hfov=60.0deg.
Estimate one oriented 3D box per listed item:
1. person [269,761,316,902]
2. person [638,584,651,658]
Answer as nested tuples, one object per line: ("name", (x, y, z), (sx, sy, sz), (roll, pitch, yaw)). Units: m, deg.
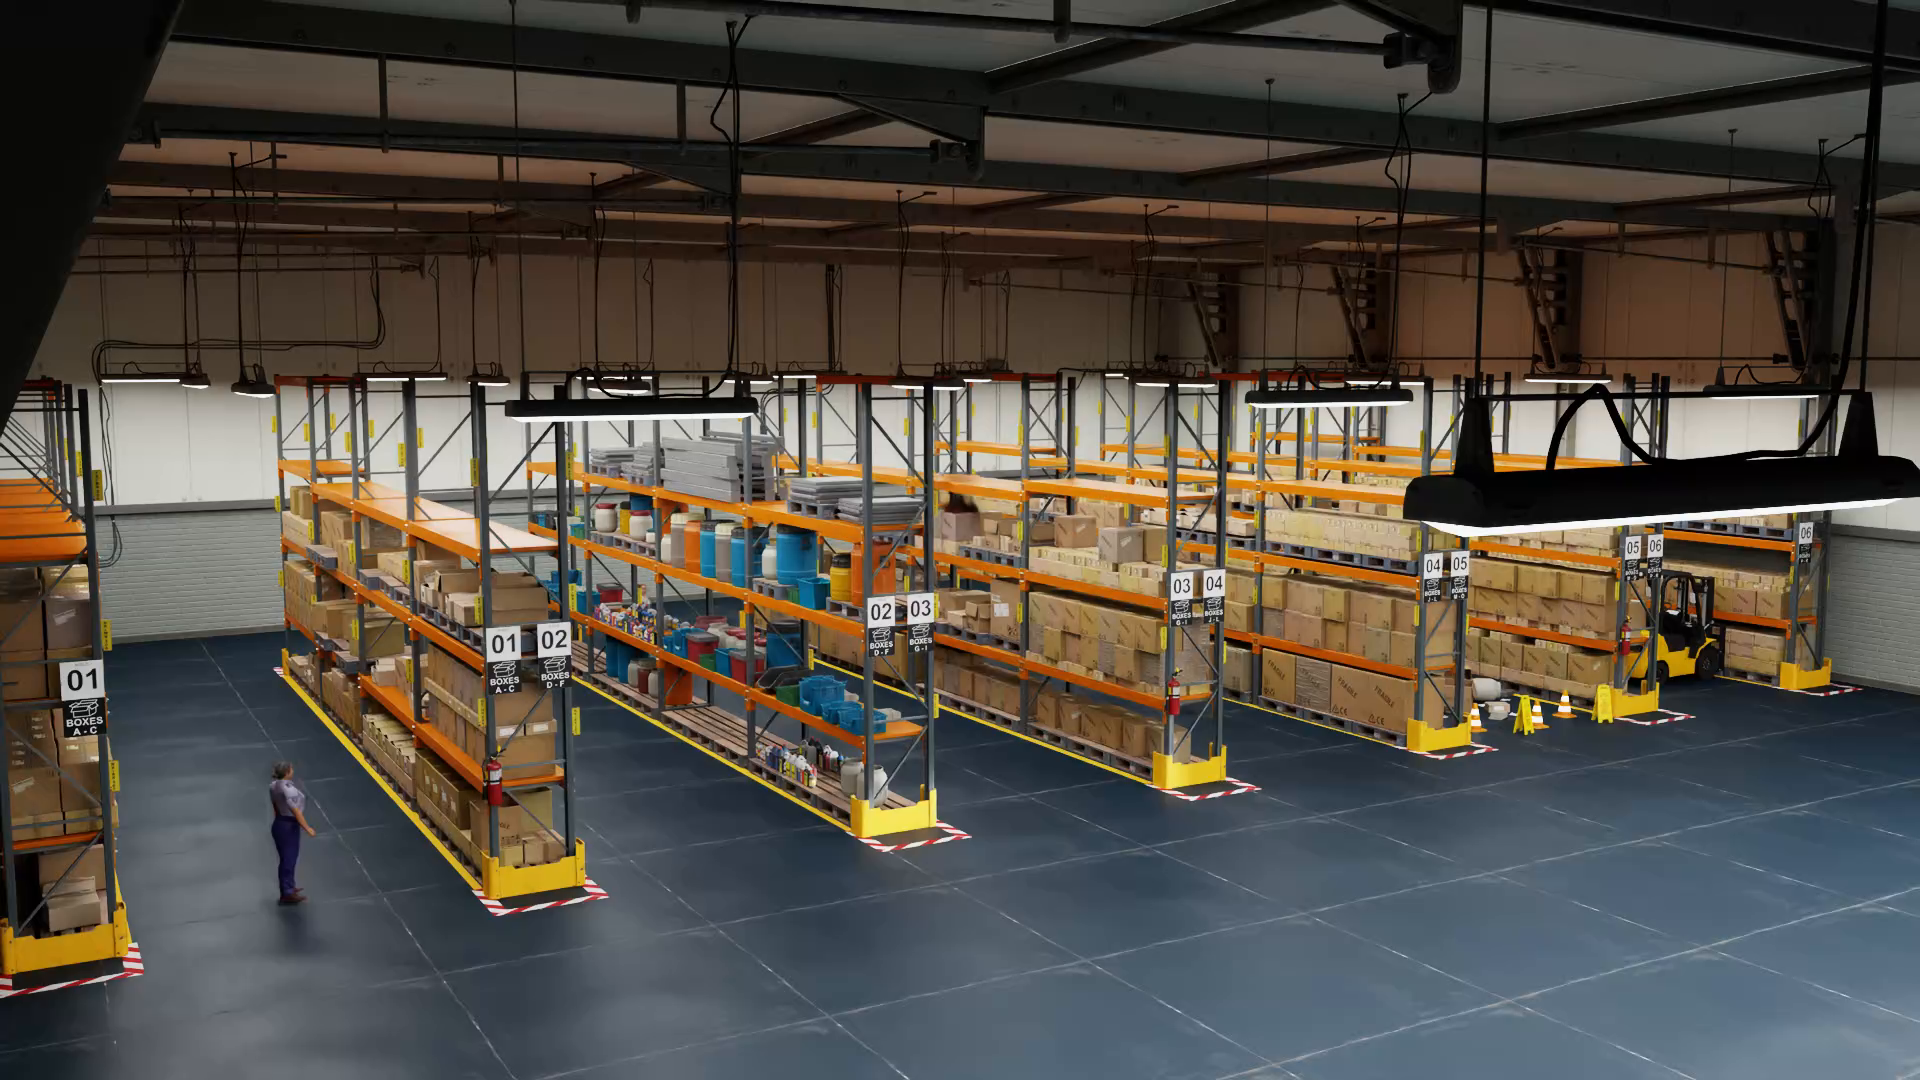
("person", (-7.808, 3.398, 19.500), (0.510, 1.687, 0.635), (-2, 6, -16))
("person", (-6.693, 1.716, 35.027), (0.470, 1.589, 0.426), (0, 6, 2))
